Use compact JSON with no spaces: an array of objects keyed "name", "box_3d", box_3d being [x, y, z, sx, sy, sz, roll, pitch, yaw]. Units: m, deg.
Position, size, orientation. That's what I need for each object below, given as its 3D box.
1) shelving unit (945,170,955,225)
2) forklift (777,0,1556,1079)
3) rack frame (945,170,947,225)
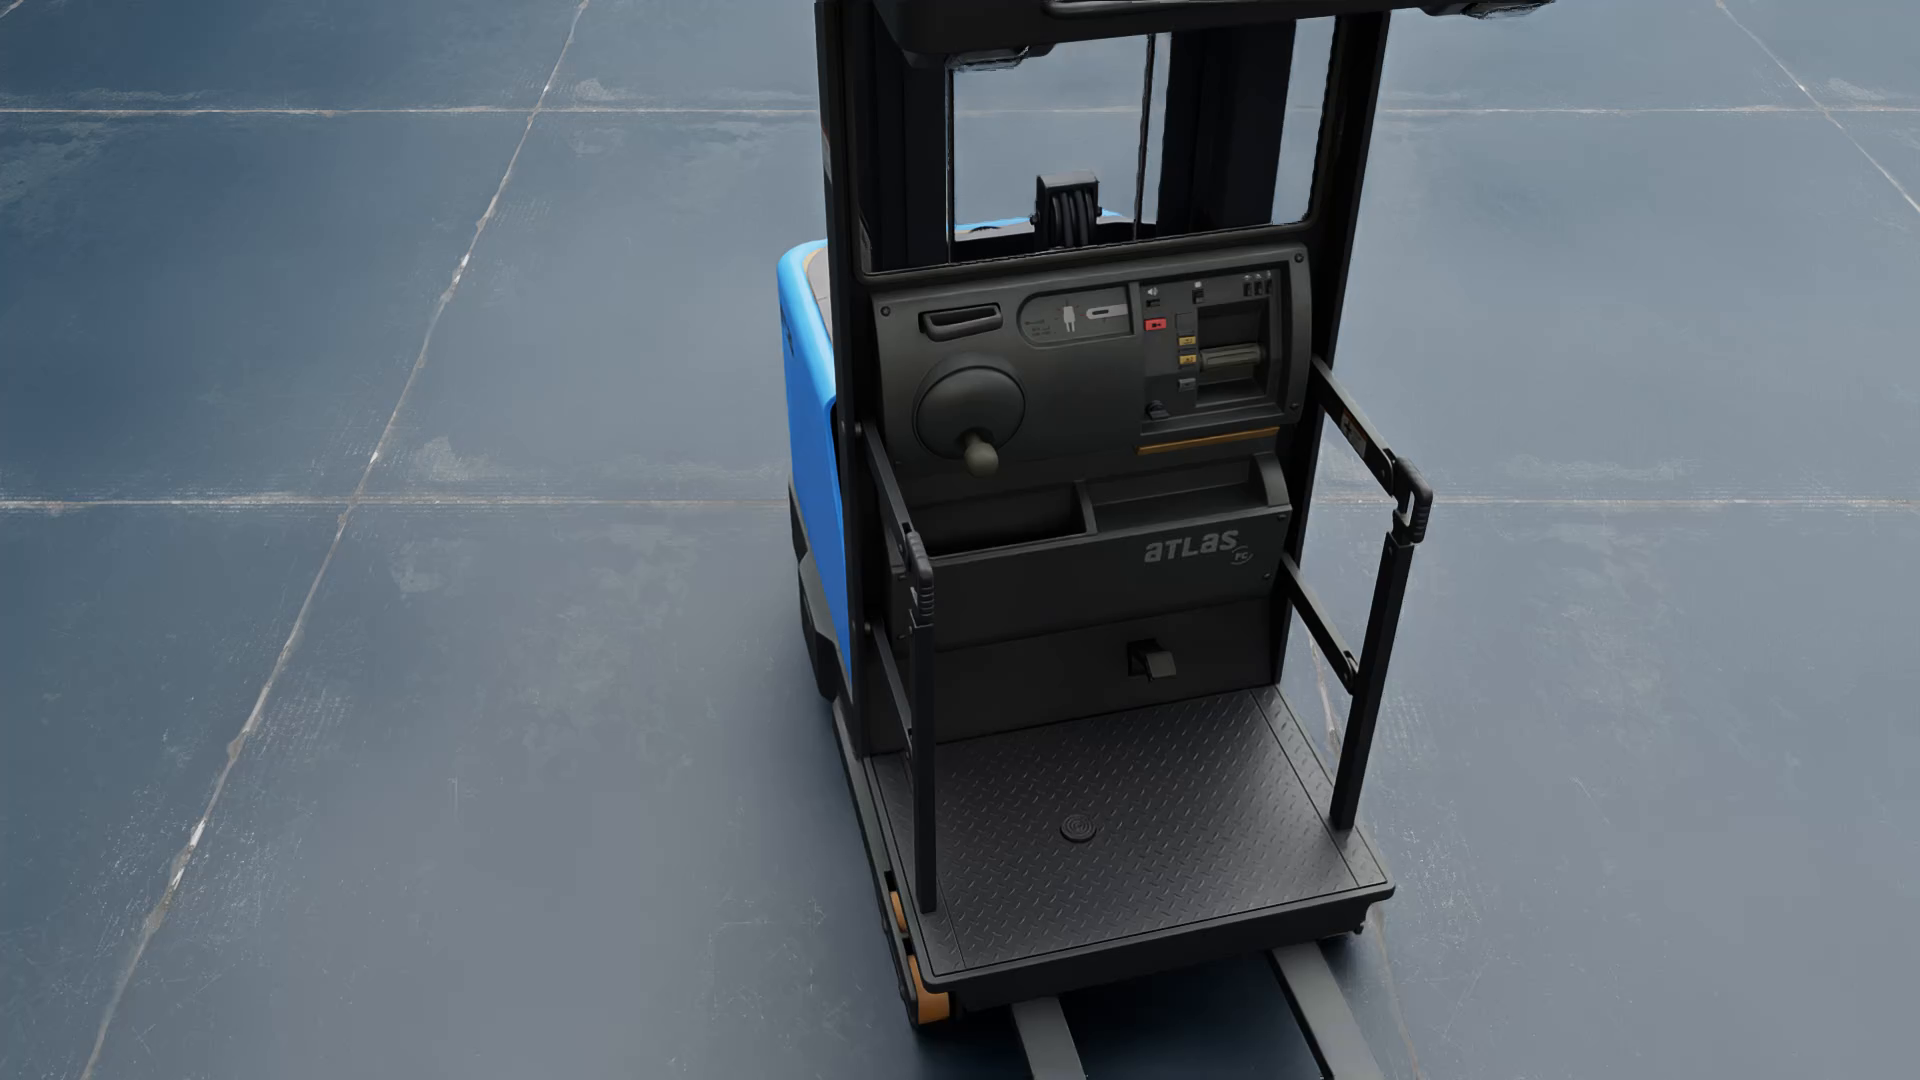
[{"name":"shelving unit","box_3d":[-0.196,-0.684,5.144,0.258,1.200,0.503,-9,40,-11]},{"name":"forklift","box_3d":[0.339,-0.296,3.276,1.130,2.935,3.031,-9,40,-11]},{"name":"rack frame","box_3d":[-0.137,-0.536,4.960,0.240,1.200,0.015,-9,40,-11]}]
